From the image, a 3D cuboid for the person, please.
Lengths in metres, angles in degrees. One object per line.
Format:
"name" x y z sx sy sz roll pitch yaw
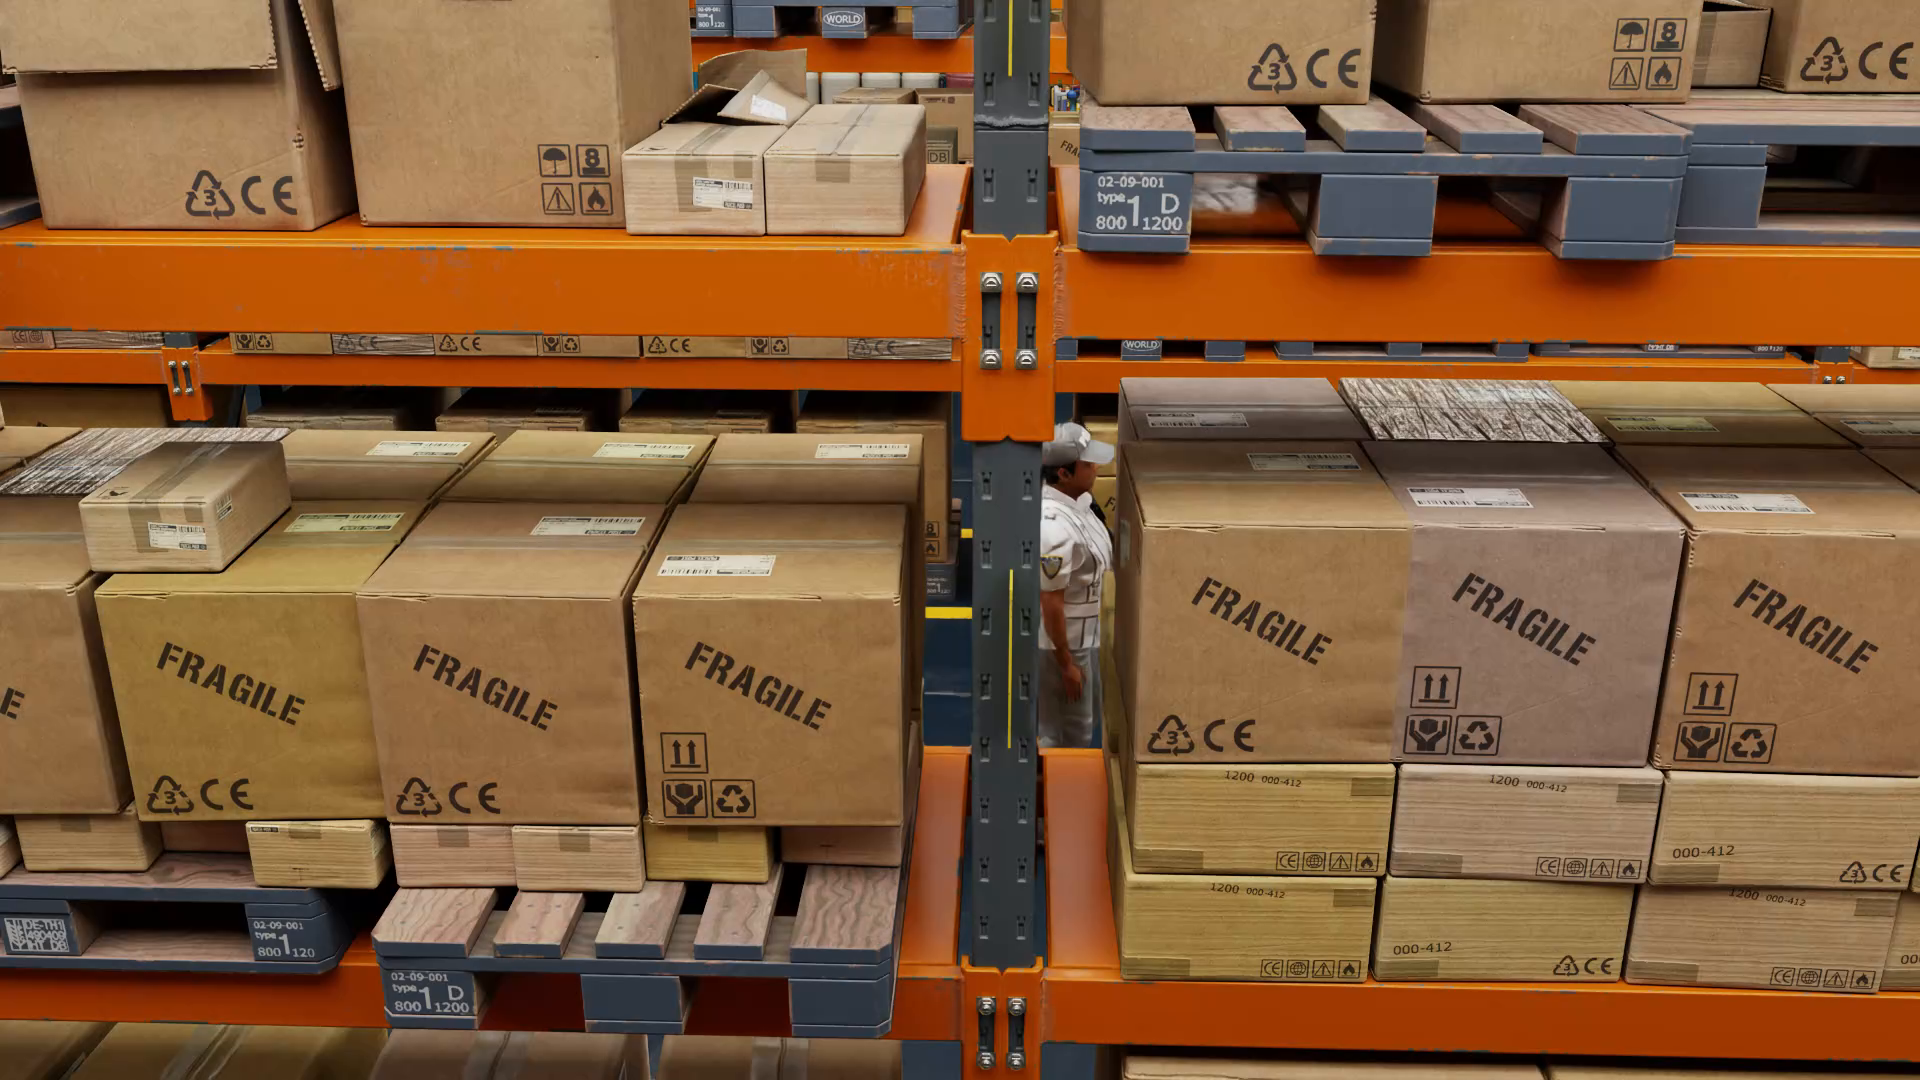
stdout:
"person" 0.308 0.355 6.083 0.509 1.651 0.485 3 21 8
